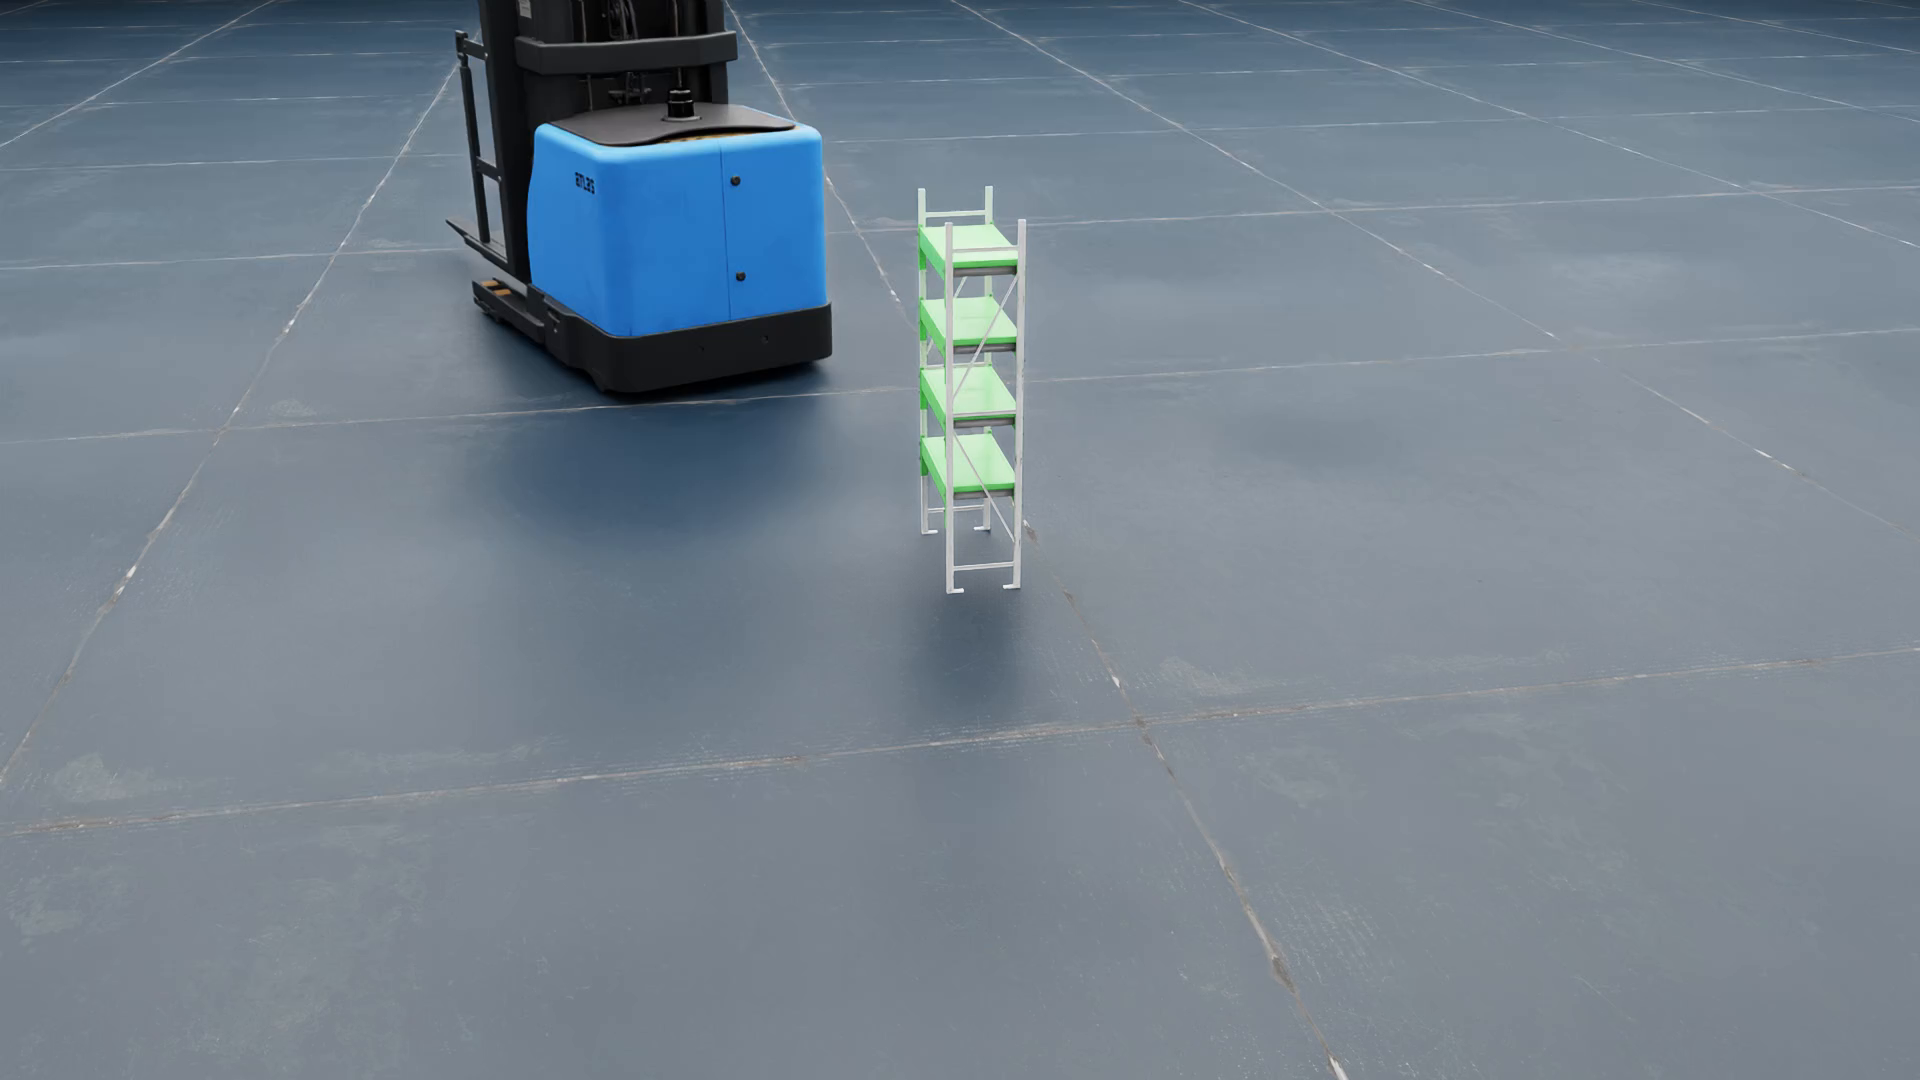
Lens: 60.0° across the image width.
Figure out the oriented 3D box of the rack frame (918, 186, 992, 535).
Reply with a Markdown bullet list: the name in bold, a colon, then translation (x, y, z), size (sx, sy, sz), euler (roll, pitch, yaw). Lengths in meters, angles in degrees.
- **rack frame**: translation (-0.015, -0.581, 5.581), size (0.240, 1.200, 0.015), euler (-4, 24, -10)

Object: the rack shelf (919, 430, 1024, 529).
- **rack shelf**: translation (0.031, -0.206, 5.482), size (0.258, 0.148, 0.480), euler (-4, 24, -10)

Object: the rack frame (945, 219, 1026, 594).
- **rack frame**: translation (0.076, -0.389, 5.141), size (0.240, 1.200, 0.015), euler (-4, 24, -10)

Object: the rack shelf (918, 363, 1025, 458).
- **rack shelf**: translation (0.031, -0.426, 5.386), size (0.258, 0.148, 0.480), euler (-4, 24, -10)

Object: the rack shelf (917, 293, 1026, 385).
- **rack shelf**: translation (0.031, -0.646, 5.290), size (0.258, 0.148, 0.480), euler (-4, 24, -10)

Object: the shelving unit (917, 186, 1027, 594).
- **shelving unit**: translation (0.031, -0.485, 5.361), size (0.258, 1.200, 0.503), euler (-4, 24, -10)

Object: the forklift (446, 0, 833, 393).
- **forklift**: translation (-1.788, -2.503, 7.820), size (1.130, 2.935, 3.031), euler (-14, 27, -29)

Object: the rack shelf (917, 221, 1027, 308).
- **rack shelf**: translation (0.031, -0.866, 5.194), size (0.258, 0.148, 0.480), euler (-4, 24, -10)
